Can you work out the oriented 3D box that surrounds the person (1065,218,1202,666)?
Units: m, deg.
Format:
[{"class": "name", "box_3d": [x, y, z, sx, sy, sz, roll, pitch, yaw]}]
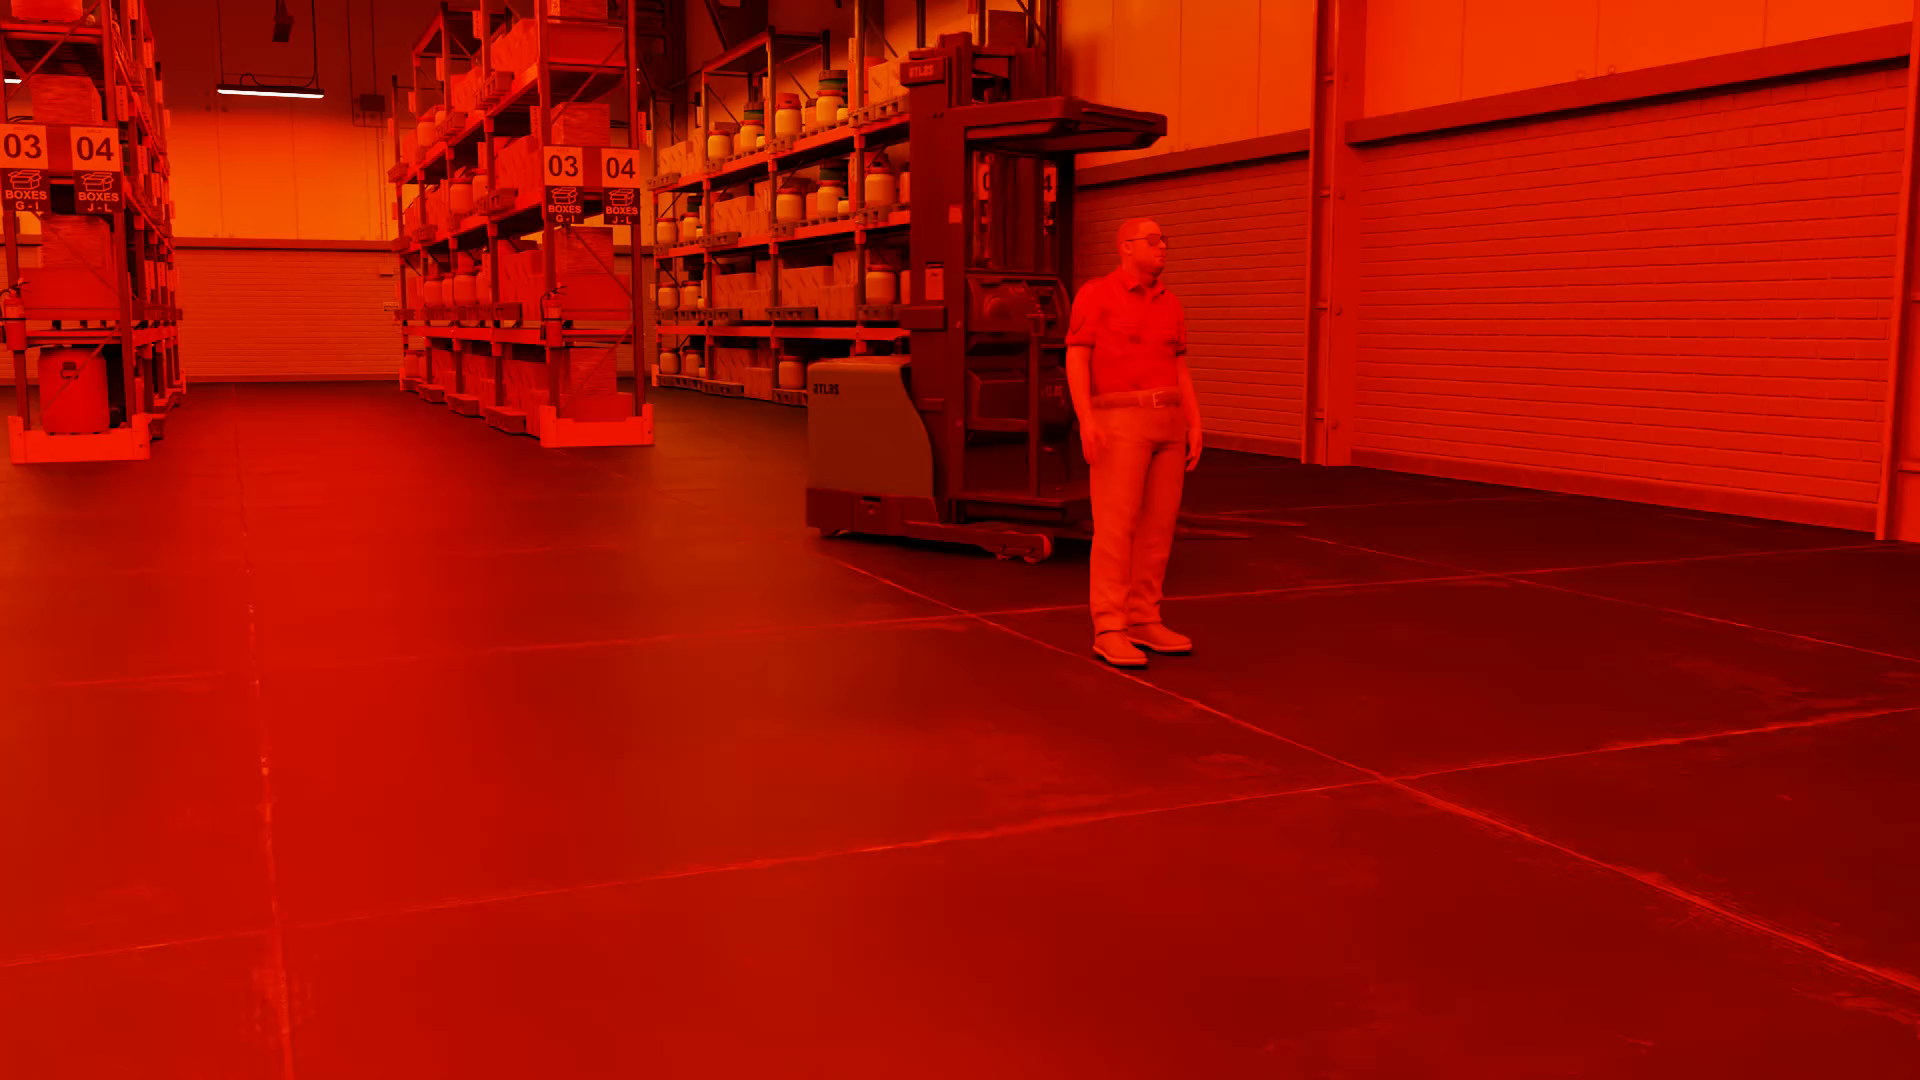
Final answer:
[{"class": "person", "box_3d": [0.760, -0.413, 6.619, 0.639, 1.727, 0.551, -5, 9, -34]}]

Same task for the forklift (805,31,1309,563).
[{"class": "forklift", "box_3d": [0.513, -1.402, 9.572, 3.031, 2.935, 1.130, 6, 10, 38]}]
